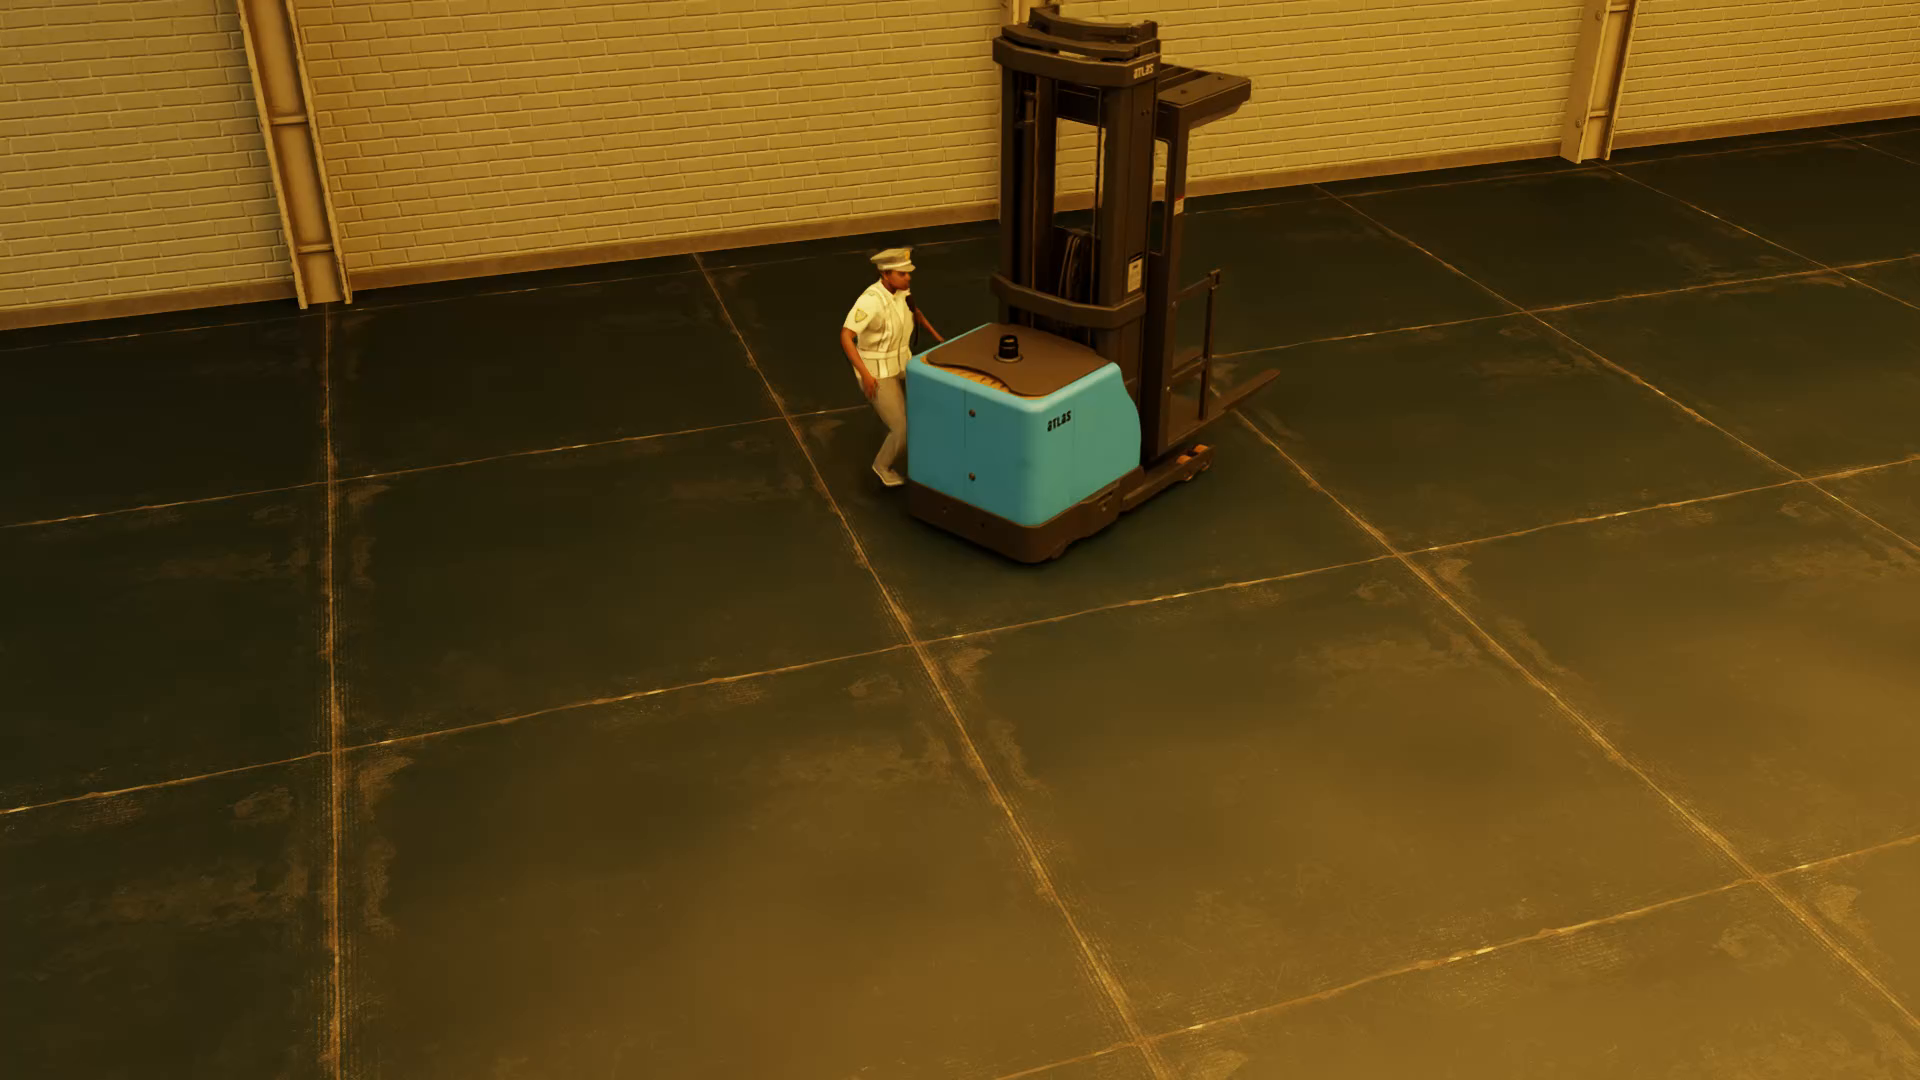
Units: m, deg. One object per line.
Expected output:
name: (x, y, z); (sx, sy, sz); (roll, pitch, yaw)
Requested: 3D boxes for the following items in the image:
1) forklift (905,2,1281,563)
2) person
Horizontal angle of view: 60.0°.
forklift: (1.008, -1.795, 10.206); (1.130, 2.935, 3.031); (23, 37, 34)
person: (-0.316, -1.016, 10.201); (0.638, 1.604, 0.882); (20, 35, 30)
